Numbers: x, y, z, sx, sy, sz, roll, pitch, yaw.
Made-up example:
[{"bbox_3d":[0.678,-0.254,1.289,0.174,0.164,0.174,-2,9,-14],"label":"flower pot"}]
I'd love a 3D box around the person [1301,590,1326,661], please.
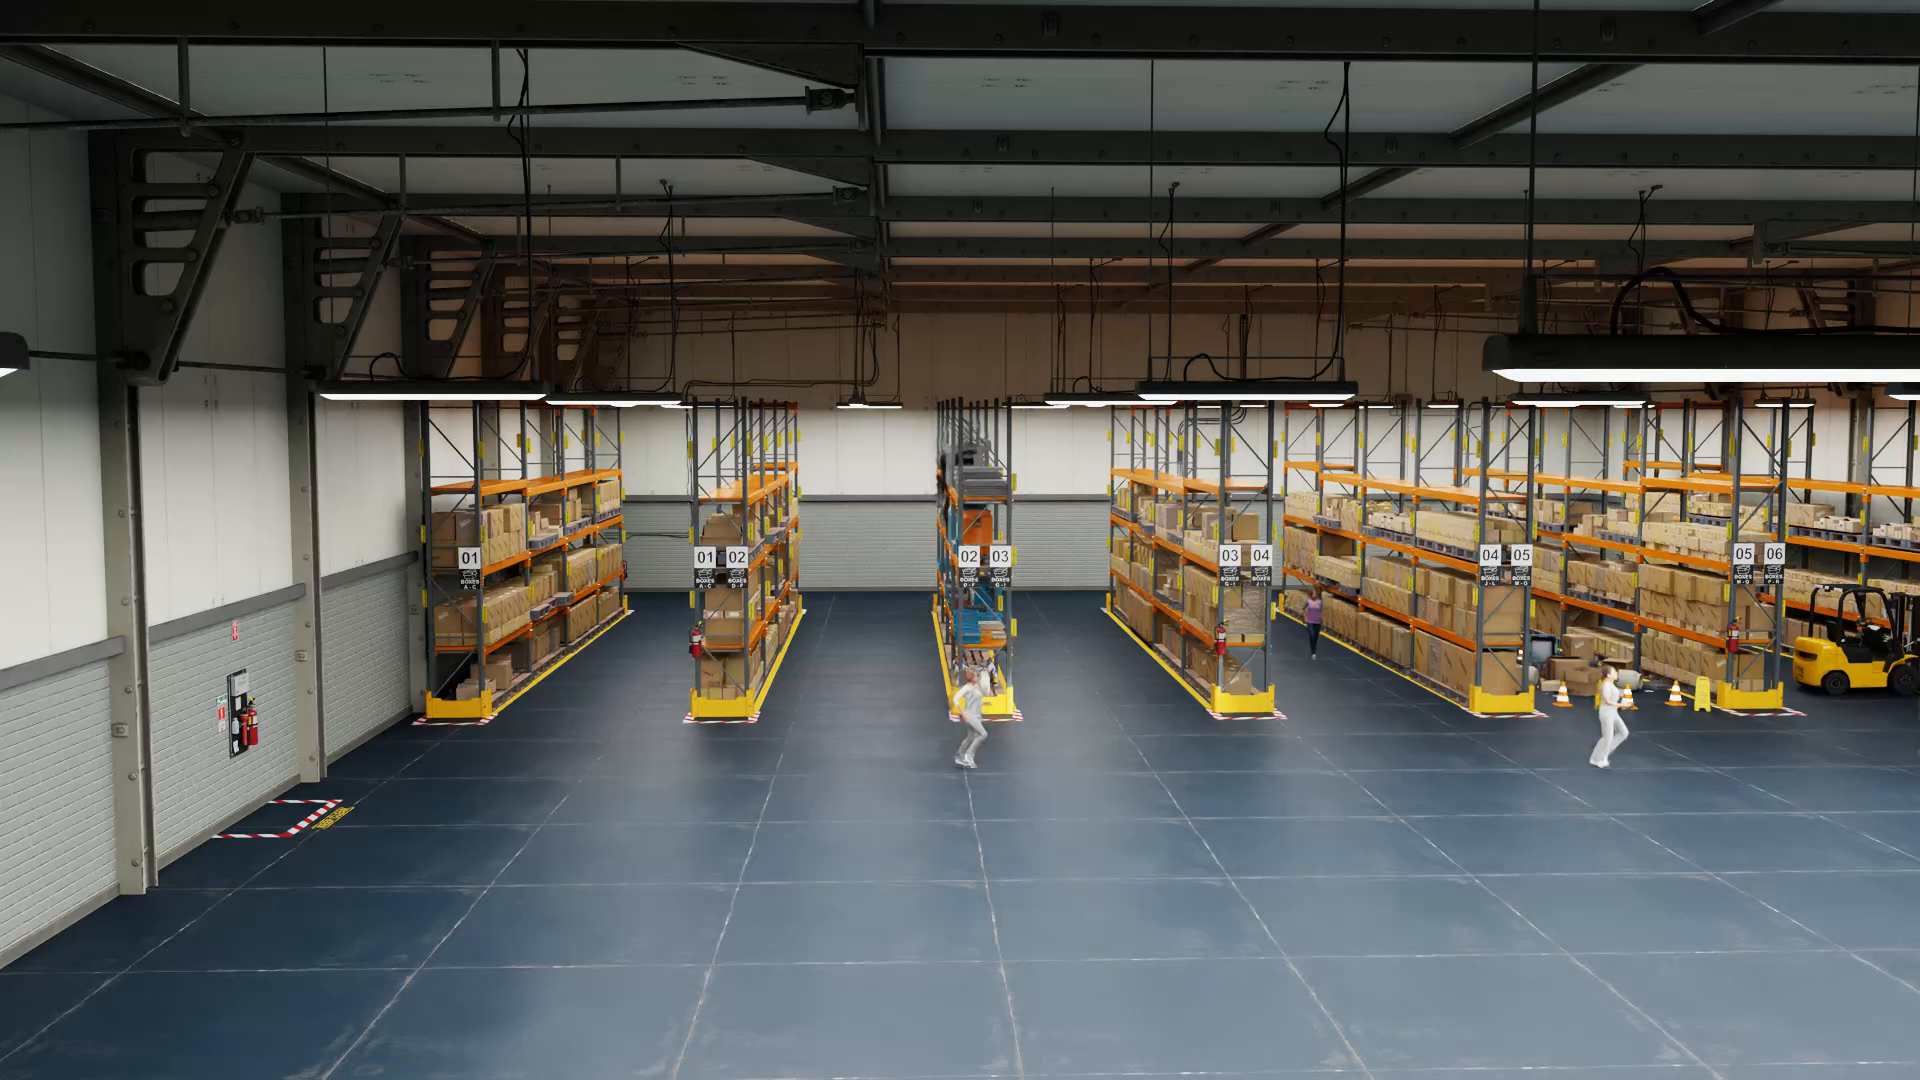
[{"bbox_3d":[8.205,1.951,38.581,0.544,1.599,0.789,0,4,2],"label":"person"}]

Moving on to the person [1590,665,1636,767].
[{"bbox_3d":[10.478,2.826,26.674,0.673,1.678,0.576,3,5,32],"label":"person"}]

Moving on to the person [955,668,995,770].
[{"bbox_3d":[0.245,2.866,26.638,0.686,1.619,0.505,2,5,19],"label":"person"}]
